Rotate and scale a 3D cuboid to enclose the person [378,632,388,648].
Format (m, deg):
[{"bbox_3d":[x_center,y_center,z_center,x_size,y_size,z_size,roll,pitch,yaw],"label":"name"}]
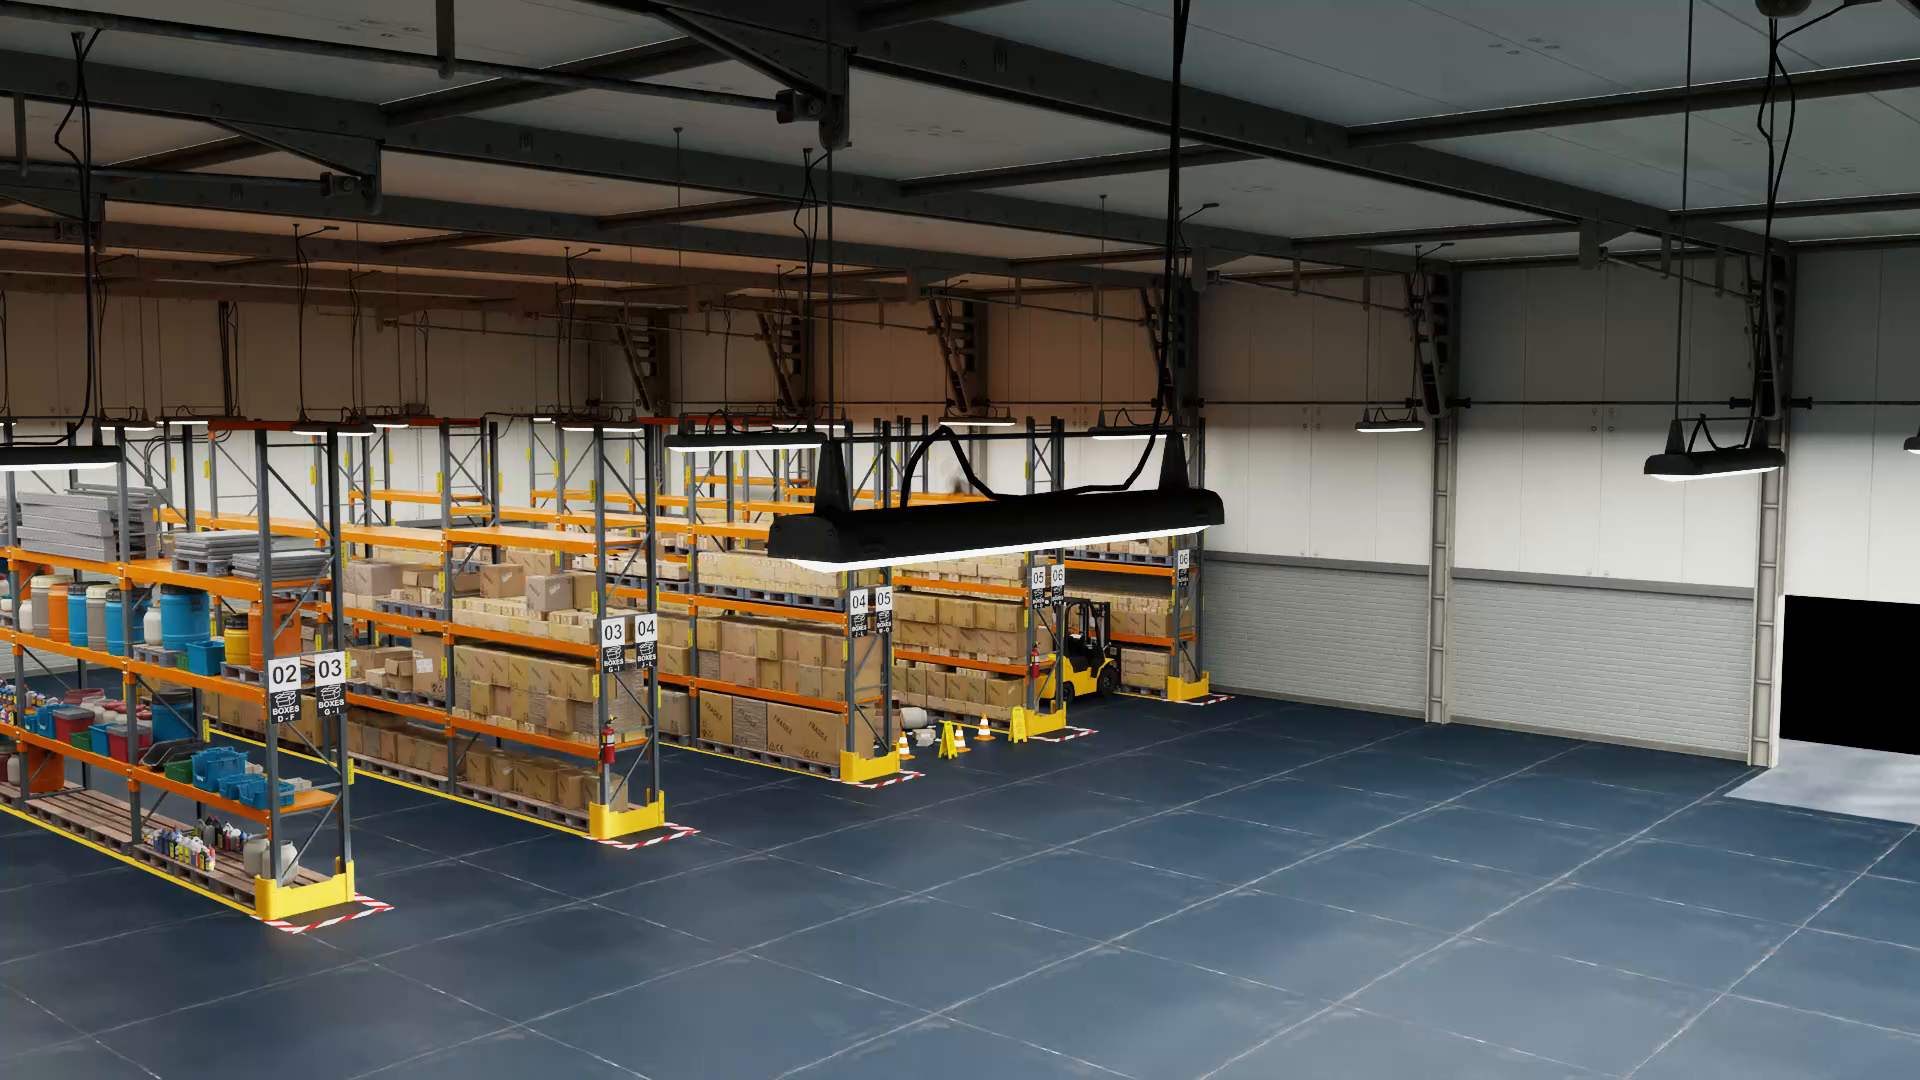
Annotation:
[{"bbox_3d":[-14.052,2.200,40.094,0.665,1.621,0.860,-1,5,-15],"label":"person"}]
